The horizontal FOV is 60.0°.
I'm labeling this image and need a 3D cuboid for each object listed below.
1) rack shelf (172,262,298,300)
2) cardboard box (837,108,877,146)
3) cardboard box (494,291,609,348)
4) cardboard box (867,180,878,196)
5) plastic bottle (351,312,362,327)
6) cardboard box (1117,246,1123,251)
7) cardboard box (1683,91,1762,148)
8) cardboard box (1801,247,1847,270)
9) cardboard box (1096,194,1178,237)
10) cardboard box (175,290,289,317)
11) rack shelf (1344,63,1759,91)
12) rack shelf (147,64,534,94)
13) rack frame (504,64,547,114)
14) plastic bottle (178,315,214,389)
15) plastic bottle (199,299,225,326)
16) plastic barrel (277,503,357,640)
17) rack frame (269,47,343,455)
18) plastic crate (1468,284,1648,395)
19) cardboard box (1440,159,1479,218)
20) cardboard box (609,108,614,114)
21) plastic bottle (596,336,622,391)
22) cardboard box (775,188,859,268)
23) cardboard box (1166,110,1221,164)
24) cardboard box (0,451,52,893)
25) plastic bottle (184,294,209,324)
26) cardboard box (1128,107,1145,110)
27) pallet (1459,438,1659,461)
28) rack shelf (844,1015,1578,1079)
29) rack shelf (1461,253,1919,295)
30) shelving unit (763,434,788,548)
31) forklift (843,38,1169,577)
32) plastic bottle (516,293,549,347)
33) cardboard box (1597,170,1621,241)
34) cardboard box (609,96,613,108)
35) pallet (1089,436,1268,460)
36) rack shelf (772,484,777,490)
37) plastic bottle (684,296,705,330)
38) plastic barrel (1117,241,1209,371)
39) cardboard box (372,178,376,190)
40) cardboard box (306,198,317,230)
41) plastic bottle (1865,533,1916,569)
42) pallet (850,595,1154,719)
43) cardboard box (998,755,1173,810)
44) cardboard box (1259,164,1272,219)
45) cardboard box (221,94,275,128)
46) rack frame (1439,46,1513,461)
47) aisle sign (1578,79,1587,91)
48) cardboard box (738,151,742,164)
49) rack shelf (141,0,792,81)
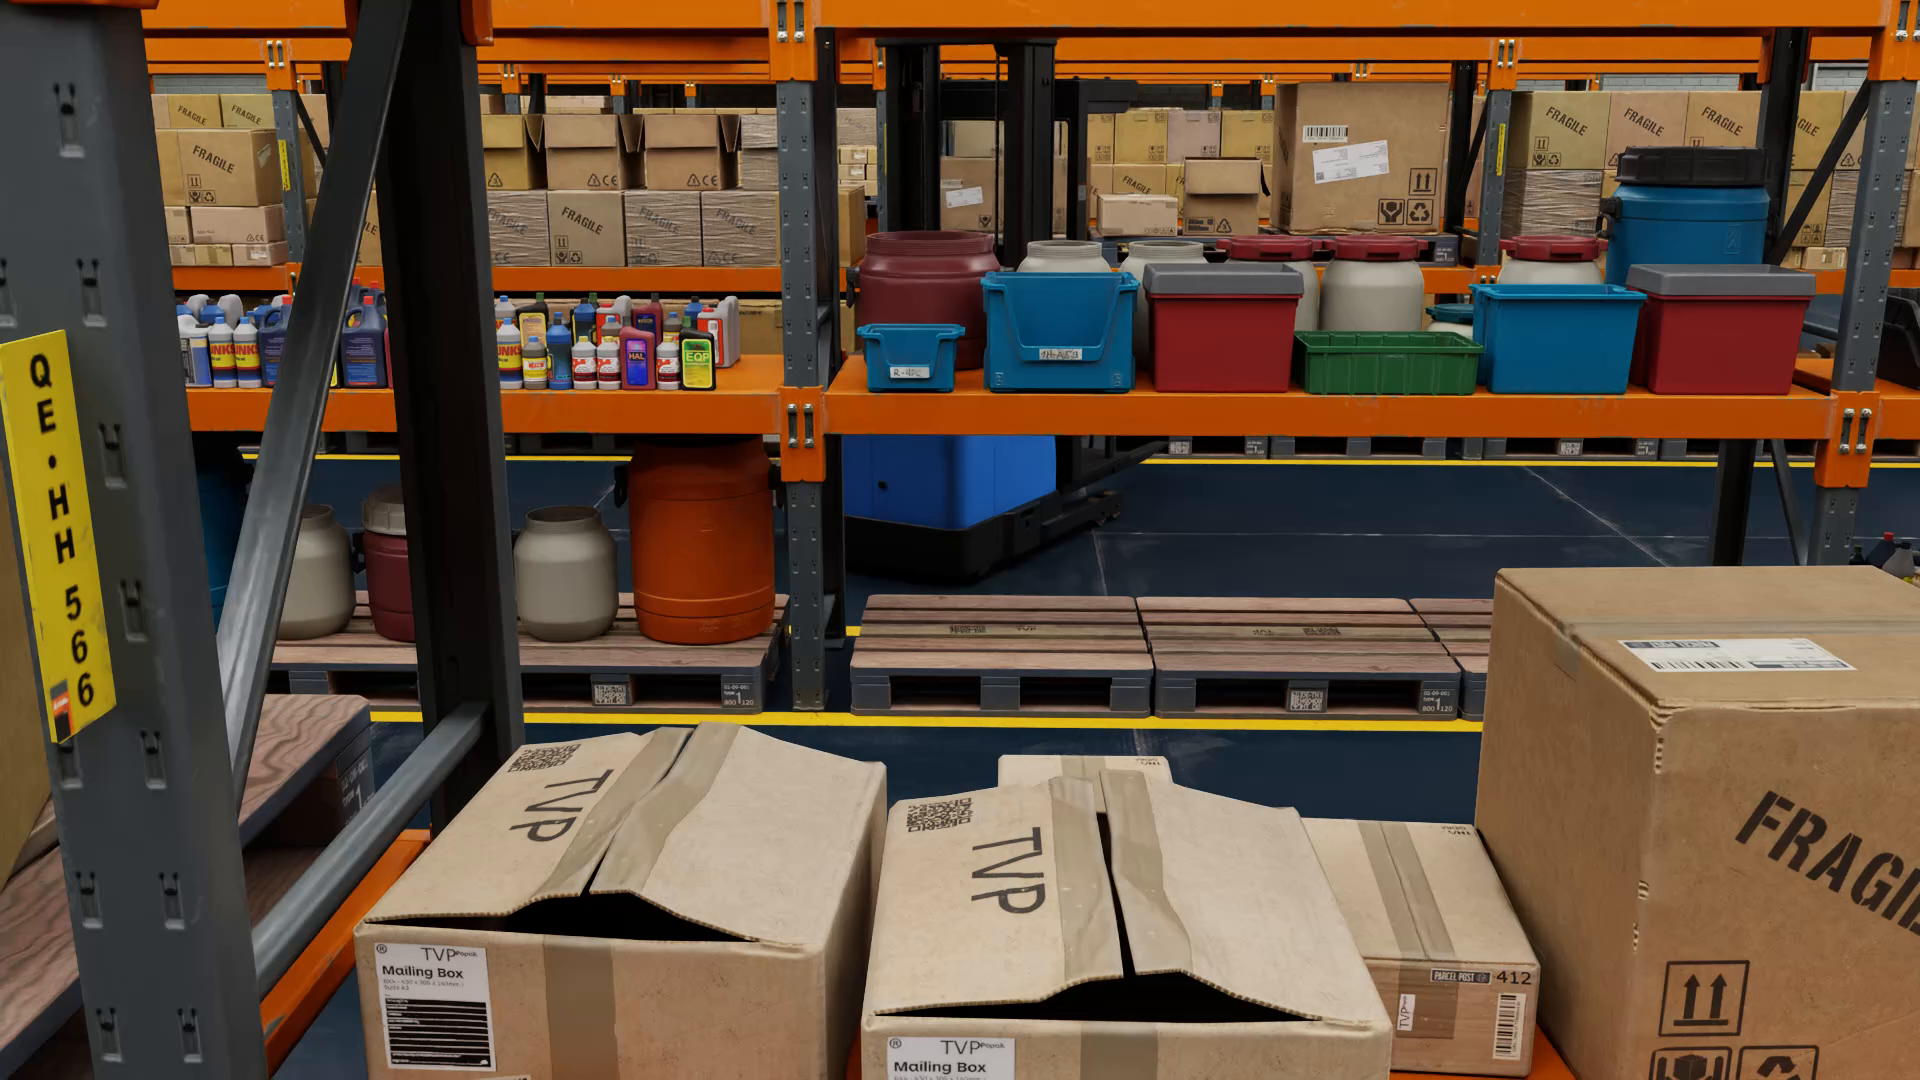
[{"bbox_3d":[-6.471,-1.838,11.835,4.000,0.370,1.077,0,15,1],"label":"rack shelf"},{"bbox_3d":[-1.256,-5.143,20.798,0.500,0.500,0.500,1,15,2],"label":"cardboard box"},{"bbox_3d":[-2.938,-1.343,11.893,0.875,0.875,1.225,0,15,-1],"label":"cardboard box"},{"bbox_3d":[-0.750,-3.378,15.933,0.250,0.149,0.380,1,15,2],"label":"cardboard box"},{"bbox_3d":[-2.338,-0.766,6.592,0.133,0.283,0.061,0,15,1],"label":"plastic bottle"},{"bbox_3d":[1.236,-2.494,16.500,0.750,0.750,1.050,1,15,2],"label":"cardboard box"},{"bbox_3d":[4.969,-2.722,11.037,0.500,0.500,0.500,0,15,1],"label":"cardboard box"},{"bbox_3d":[5.733,-1.905,11.172,0.250,0.149,0.380,0,15,1],"label":"cardboard box"},{"bbox_3d":[1.197,-2.207,11.297,0.500,0.250,0.500,0,15,0],"label":"cardboard box"},{"bbox_3d":[-5.129,-1.373,12.005,0.875,0.875,0.875,0,15,1],"label":"cardboard box"},{"bbox_3d":[5.753,-4.474,15.948,4.000,0.370,1.077,0,15,1],"label":"rack shelf"},{"bbox_3d":[-6.243,-4.552,16.244,4.000,0.370,1.077,0,15,1],"label":"rack shelf"},{"bbox_3d":[-4.244,-3.437,16.485,0.127,3.000,1.000,0,15,1],"label":"rack frame"},{"bbox_3d":[-2.987,-0.742,6.514,0.135,0.276,0.152,0,15,1],"label":"plastic bottle"},{"bbox_3d":[-3.176,-0.888,7.079,0.097,0.271,0.097,0,15,0],"label":"plastic bottle"},{"bbox_3d":[-2.784,0.130,7.022,0.421,0.512,0.421,0,15,0],"label":"plastic barrel"},{"bbox_3d":[-4.471,-2.172,11.694,0.127,3.000,1.000,0,15,1],"label":"rack frame"},{"bbox_3d":[2.289,-0.777,6.437,0.575,0.384,0.392,0,15,1],"label":"plastic crate"},{"bbox_3d":[4.673,-3.460,16.280,0.550,0.550,0.875,0,15,1],"label":"cardboard box"},{"bbox_3d":[-4.688,-5.296,21.378,0.500,0.500,0.500,0,15,2],"label":"cardboard box"},{"bbox_3d":[-1.360,-0.688,6.457,0.097,0.201,0.097,0,15,0],"label":"plastic bottle"},{"bbox_3d":[-0.972,-2.135,11.355,0.500,0.500,0.500,1,15,3],"label":"cardboard box"},{"bbox_3d":[2.238,-3.924,16.178,0.500,0.500,0.700,0,15,2],"label":"cardboard box"},{"bbox_3d":[-1.362,0.153,1.860,0.500,0.500,0.700,-5,16,-17],"label":"cardboard box"},{"bbox_3d":[-3.326,-0.923,7.203,0.135,0.276,0.152,0,15,1],"label":"plastic bottle"},{"bbox_3d":[2.230,-5.430,21.169,0.250,0.149,0.380,1,15,5],"label":"cardboard box"},{"bbox_3d":[4.198,-0.777,11.869,1.213,0.211,1.003,0,15,1],"label":"pallet"},{"bbox_3d":[1.270,0.741,2.062,4.000,0.370,1.077,0,15,1],"label":"rack shelf"},{"bbox_3d":[5.526,-1.759,11.539,4.000,0.370,1.077,0,15,1],"label":"rack shelf"},{"bbox_3d":[-1.073,-0.422,9.176,0.210,0.900,0.258,-1,15,-3],"label":"shelving unit"},{"bbox_3d":[0.316,-1.554,9.486,1.130,2.935,3.031,9,17,29],"label":"forklift"},{"bbox_3d":[-1.849,-0.929,7.210,0.133,0.283,0.061,0,15,1],"label":"plastic bottle"},{"bbox_3d":[4.473,-2.281,11.328,0.500,0.500,0.875,0,15,1],"label":"cardboard box"},{"bbox_3d":[-4.527,-5.613,21.308,0.250,0.149,0.380,0,15,1],"label":"cardboard box"},{"bbox_3d":[1.525,-0.784,11.897,1.213,0.211,1.003,0,15,1],"label":"pallet"},{"bbox_3d":[-1.073,-0.303,9.207,0.200,0.077,0.258,-1,15,-3],"label":"rack shelf"},{"bbox_3d":[-1.139,-0.914,7.176,0.097,0.271,0.097,0,15,0],"label":"plastic bottle"},{"bbox_3d":[0.856,-0.982,6.964,0.421,0.512,0.421,0,15,0],"label":"plastic barrel"},{"bbox_3d":[-3.832,-2.704,11.545,0.637,0.503,0.797,0,15,0],"label":"cardboard box"},{"bbox_3d":[-4.934,-2.313,11.940,0.500,0.250,0.500,0,15,0],"label":"cardboard box"},{"bbox_3d":[4.051,0.142,7.253,0.185,0.351,0.144,0,15,0],"label":"plastic bottle"},{"bbox_3d":[0.174,0.480,7.106,1.213,0.211,1.003,0,15,1],"label":"pallet"},{"bbox_3d":[0.177,0.437,2.296,0.250,0.149,0.380,0,15,1],"label":"cardboard box"},{"bbox_3d":[2.720,-3.371,16.042,0.500,0.500,0.500,0,15,1],"label":"cardboard box"},{"bbox_3d":[-6.776,-4.057,16.098,0.500,0.500,0.500,0,15,0],"label":"cardboard box"},{"bbox_3d":[3.526,-2.120,11.496,0.127,3.000,1.000,0,15,1],"label":"rack frame"},{"bbox_3d":[7.848,-5.957,20.943,0.004,0.787,0.394,0,15,1],"label":"aisle sign"},{"bbox_3d":[-2.039,-3.675,15.892,0.250,0.149,0.380,1,15,4],"label":"cardboard box"},{"bbox_3d":[-2.598,-1.999,6.566,4.000,0.370,1.077,0,15,1],"label":"rack shelf"}]
